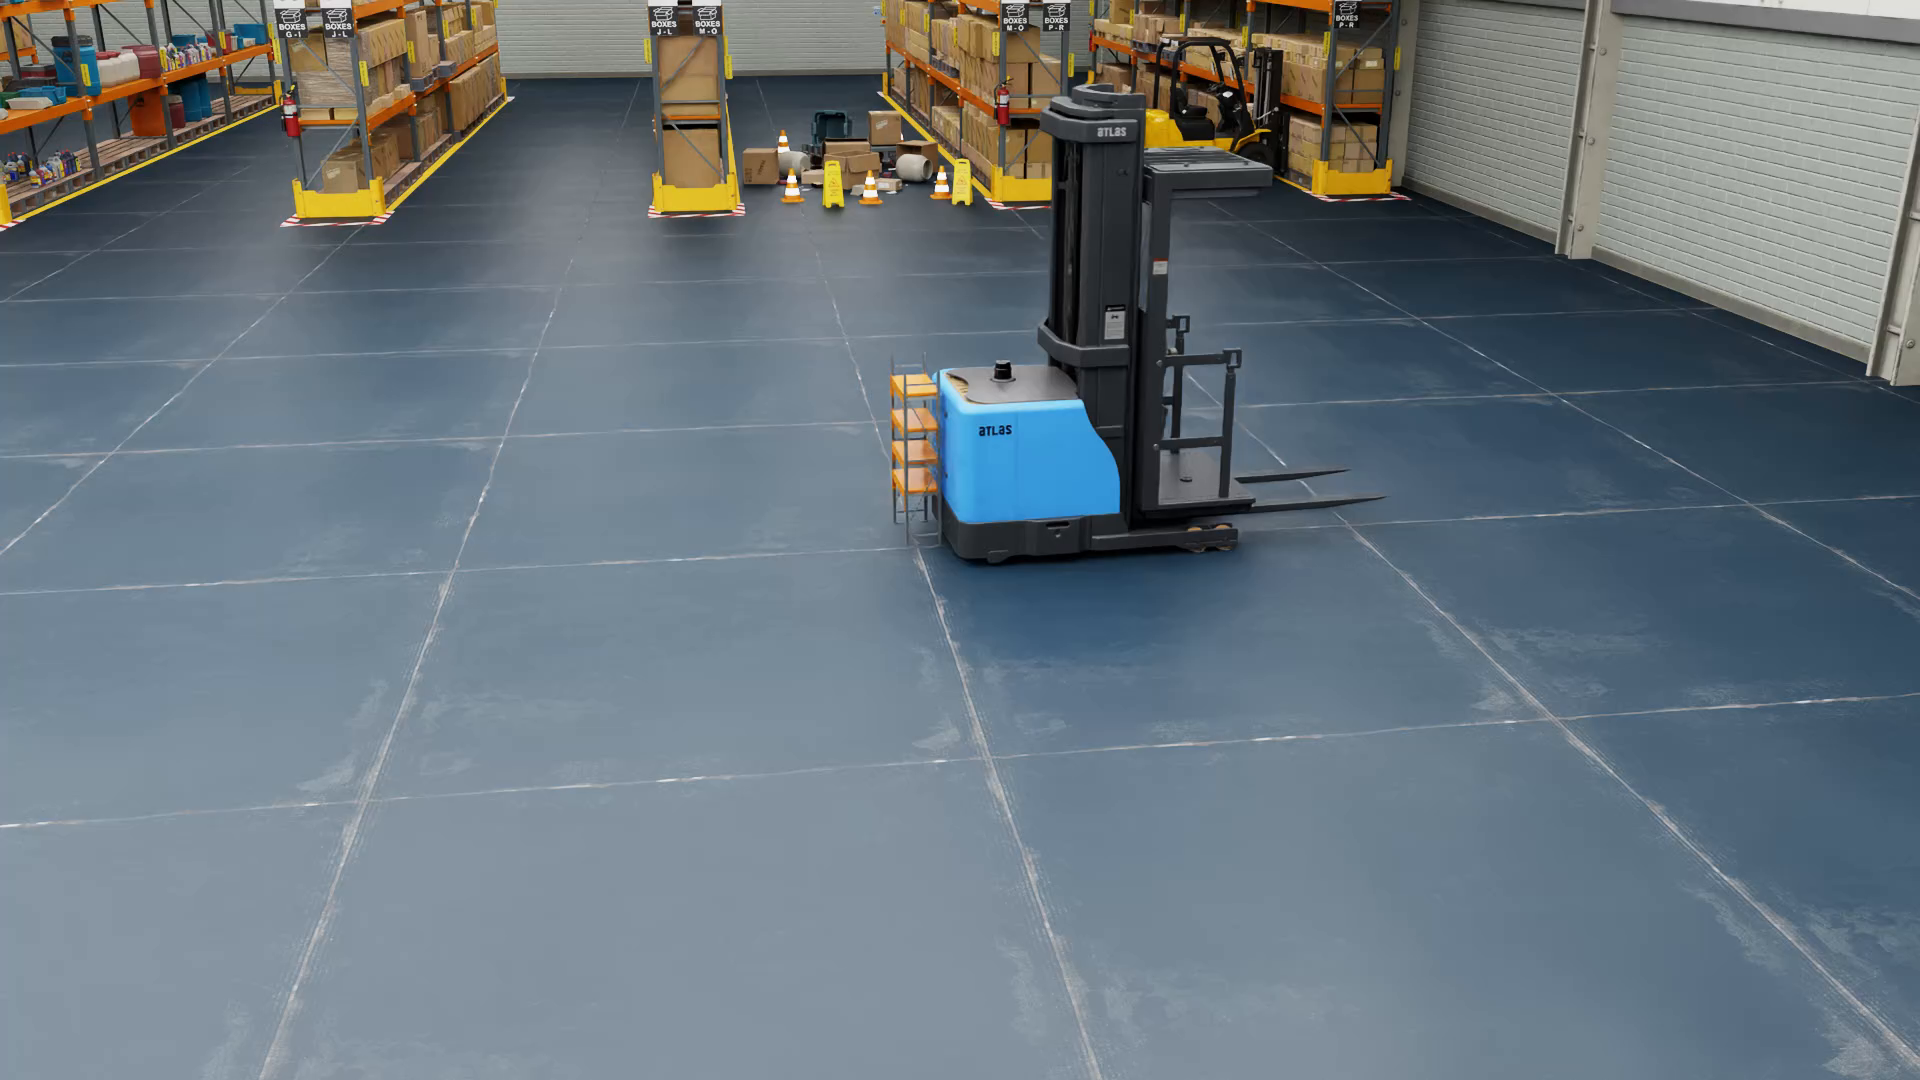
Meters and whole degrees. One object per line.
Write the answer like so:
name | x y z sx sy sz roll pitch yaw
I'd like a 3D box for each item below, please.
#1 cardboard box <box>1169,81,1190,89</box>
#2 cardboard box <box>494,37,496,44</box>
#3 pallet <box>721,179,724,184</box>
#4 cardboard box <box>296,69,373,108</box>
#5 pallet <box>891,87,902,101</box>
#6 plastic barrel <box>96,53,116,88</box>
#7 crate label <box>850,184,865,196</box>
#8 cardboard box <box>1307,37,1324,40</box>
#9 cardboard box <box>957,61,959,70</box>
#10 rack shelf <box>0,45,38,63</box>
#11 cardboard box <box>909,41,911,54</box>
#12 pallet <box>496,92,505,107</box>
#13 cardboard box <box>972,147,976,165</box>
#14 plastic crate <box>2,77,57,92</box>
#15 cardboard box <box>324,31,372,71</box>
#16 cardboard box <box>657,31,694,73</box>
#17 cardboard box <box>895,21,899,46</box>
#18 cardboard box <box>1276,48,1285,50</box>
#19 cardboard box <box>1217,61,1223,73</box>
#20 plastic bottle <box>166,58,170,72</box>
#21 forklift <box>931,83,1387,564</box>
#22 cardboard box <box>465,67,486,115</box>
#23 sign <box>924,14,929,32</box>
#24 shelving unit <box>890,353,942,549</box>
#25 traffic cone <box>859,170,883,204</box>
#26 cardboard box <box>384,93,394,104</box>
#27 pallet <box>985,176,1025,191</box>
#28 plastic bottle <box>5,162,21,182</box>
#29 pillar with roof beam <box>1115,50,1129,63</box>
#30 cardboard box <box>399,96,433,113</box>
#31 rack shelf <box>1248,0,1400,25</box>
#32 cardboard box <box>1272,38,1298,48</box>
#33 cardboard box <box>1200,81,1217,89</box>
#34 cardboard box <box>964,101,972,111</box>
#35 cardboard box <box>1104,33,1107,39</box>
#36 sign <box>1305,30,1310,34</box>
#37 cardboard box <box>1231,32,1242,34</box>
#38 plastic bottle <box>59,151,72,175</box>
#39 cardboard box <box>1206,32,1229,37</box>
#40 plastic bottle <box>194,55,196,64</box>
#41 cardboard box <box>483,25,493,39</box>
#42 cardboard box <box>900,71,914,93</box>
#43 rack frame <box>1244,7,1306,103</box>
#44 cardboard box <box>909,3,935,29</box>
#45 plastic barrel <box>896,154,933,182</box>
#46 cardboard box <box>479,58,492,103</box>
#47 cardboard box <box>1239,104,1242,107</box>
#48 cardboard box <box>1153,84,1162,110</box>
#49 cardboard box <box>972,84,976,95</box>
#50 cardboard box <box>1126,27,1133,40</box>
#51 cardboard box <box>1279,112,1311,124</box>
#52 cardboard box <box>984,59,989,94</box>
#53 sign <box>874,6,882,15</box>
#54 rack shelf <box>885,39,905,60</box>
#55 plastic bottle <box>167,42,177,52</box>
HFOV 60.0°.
cardboard box | 4.441 -9.177 33.545 0.380 0.149 0.250 -4 21 -10
cardboard box | -10.628 -11.207 37.294 0.380 0.149 0.250 -3 21 -7
pallet | -4.007 -5.163 24.739 1.003 0.211 1.213 -3 21 -8
cardboard box | -8.790 -6.359 23.388 0.875 0.500 0.500 -3 21 -8
pallet | -1.045 -10.442 38.872 1.003 0.211 1.213 -3 21 -8
plastic barrel | -14.242 -7.777 27.556 0.433 0.535 0.433 0 20 0
crate label | -1.494 -5.319 25.263 0.250 0.136 0.298 -15 25 -35
cardboard box | 5.911 -8.158 27.277 0.380 0.149 0.250 -3 21 -9
cardboard box | 0.145 -8.110 28.400 0.380 0.149 0.250 -3 21 -7
rack shelf | -20.559 -9.993 34.714 1.077 0.370 4.000 -3 21 -8
cardboard box | -0.783 -10.221 34.510 0.500 0.250 0.500 -3 21 -9
pallet | -10.851 -9.942 37.533 1.003 0.211 1.213 -3 21 -8
cardboard box | 0.477 -6.189 26.830 0.500 0.250 0.500 -3 21 -8
plastic crate | -14.266 -6.900 25.492 0.767 0.338 0.504 -3 21 -8
cardboard box | -8.547 -6.840 23.246 0.500 0.500 0.500 -3 21 -8
cardboard box | -4.001 -7.089 24.152 0.875 0.550 0.550 -3 21 -8
cardboard box | -1.147 -11.182 36.725 0.500 0.500 0.500 -3 21 -9
cardboard box | 5.345 -7.900 27.012 0.380 0.149 0.250 -4 21 -9
cardboard box | 4.953 -8.556 30.052 0.500 0.250 0.500 -3 21 -7
plastic bottle | -14.537 -8.729 30.467 0.061 0.283 0.133 -3 21 -8
forklift | 1.372 -1.466 10.953 3.031 2.935 1.130 -4 21 -11
cardboard box | -10.355 -9.117 33.776 1.225 0.875 0.875 -3 21 -8
sign | -0.633 -9.764 31.418 0.100 0.325 0.005 -3 21 -8
shelving unit | -0.295 -0.600 11.107 0.258 1.200 0.503 -4 21 -11
traffic cone | -1.319 -5.203 24.485 0.336 0.463 0.334 -3 21 -8
cardboard box | -8.791 -6.669 25.144 0.380 0.149 0.250 -3 21 -8
pallet | 0.976 -5.484 25.598 1.003 0.211 1.213 -3 21 -8
plastic bottle | -14.278 -5.550 25.053 0.152 0.276 0.135 -3 21 -8
pillar with roof beam | -0.083 -15.845 40.778 9.100 9.000 0.400 -3 21 -8
cardboard box | -9.678 -7.724 29.482 0.500 0.250 0.500 -1 20 -2
rack shelf | 5.692 -8.494 26.411 1.077 0.370 4.000 -3 21 -8
cardboard box | 5.328 -8.126 27.191 0.380 0.149 0.250 -3 21 -9
cardboard box | 5.049 -9.122 33.398 0.380 0.149 0.250 -2 21 -6
cardboard box | 0.269 -7.166 27.446 0.380 0.149 0.250 -3 21 -7
cardboard box | 3.580 -11.762 38.779 0.380 0.149 0.250 -2 21 -6
sign | 5.953 -8.589 28.575 0.100 0.325 0.005 -3 21 -8
cardboard box | 5.265 -9.398 31.020 0.380 0.149 0.250 -3 21 -8
plastic bottle | -13.810 -5.807 25.634 0.144 0.351 0.185 -4 21 -10
cardboard box | 4.800 -9.373 30.954 0.380 0.149 0.250 -3 21 -7
plastic bottle | -14.803 -9.287 32.078 0.097 0.201 0.097 0 20 0
cardboard box | -10.639 -11.260 36.867 0.500 0.250 0.500 -3 21 -9
cardboard box | -0.903 -10.478 38.044 0.875 0.438 0.875 -2 21 -6
rack frame | 5.404 -8.118 28.664 1.000 3.000 0.127 -3 21 -8
cardboard box | -0.781 -10.810 34.299 0.500 0.500 0.500 -3 21 -8
plastic barrel | -0.727 -5.913 26.443 0.512 0.421 0.421 12 24 30
cardboard box | -10.613 -9.882 35.823 0.875 0.875 0.875 -3 21 -8
cardboard box | 5.317 -7.382 29.488 0.875 0.625 0.625 -2 21 -5
cardboard box | 4.320 -9.198 34.528 0.500 0.500 0.500 -4 21 -10
cardboard box | 0.395 -7.180 26.512 0.380 0.149 0.250 -3 21 -7
cardboard box | 3.936 -11.121 36.493 0.500 0.250 0.500 -2 21 -6
cardboard box | 5.378 -6.780 26.983 0.500 0.250 0.500 -3 21 -9
cardboard box | 0.650 -7.015 25.143 0.500 0.500 0.500 -3 21 -8
sign | -2.130 -14.117 44.341 0.327 0.218 0.001 -3 21 -8
rack shelf | -0.949 -10.992 37.386 1.077 0.370 4.000 -3 21 -8
plastic bottle | -15.633 -9.711 33.000 0.144 0.351 0.185 -3 21 -8
